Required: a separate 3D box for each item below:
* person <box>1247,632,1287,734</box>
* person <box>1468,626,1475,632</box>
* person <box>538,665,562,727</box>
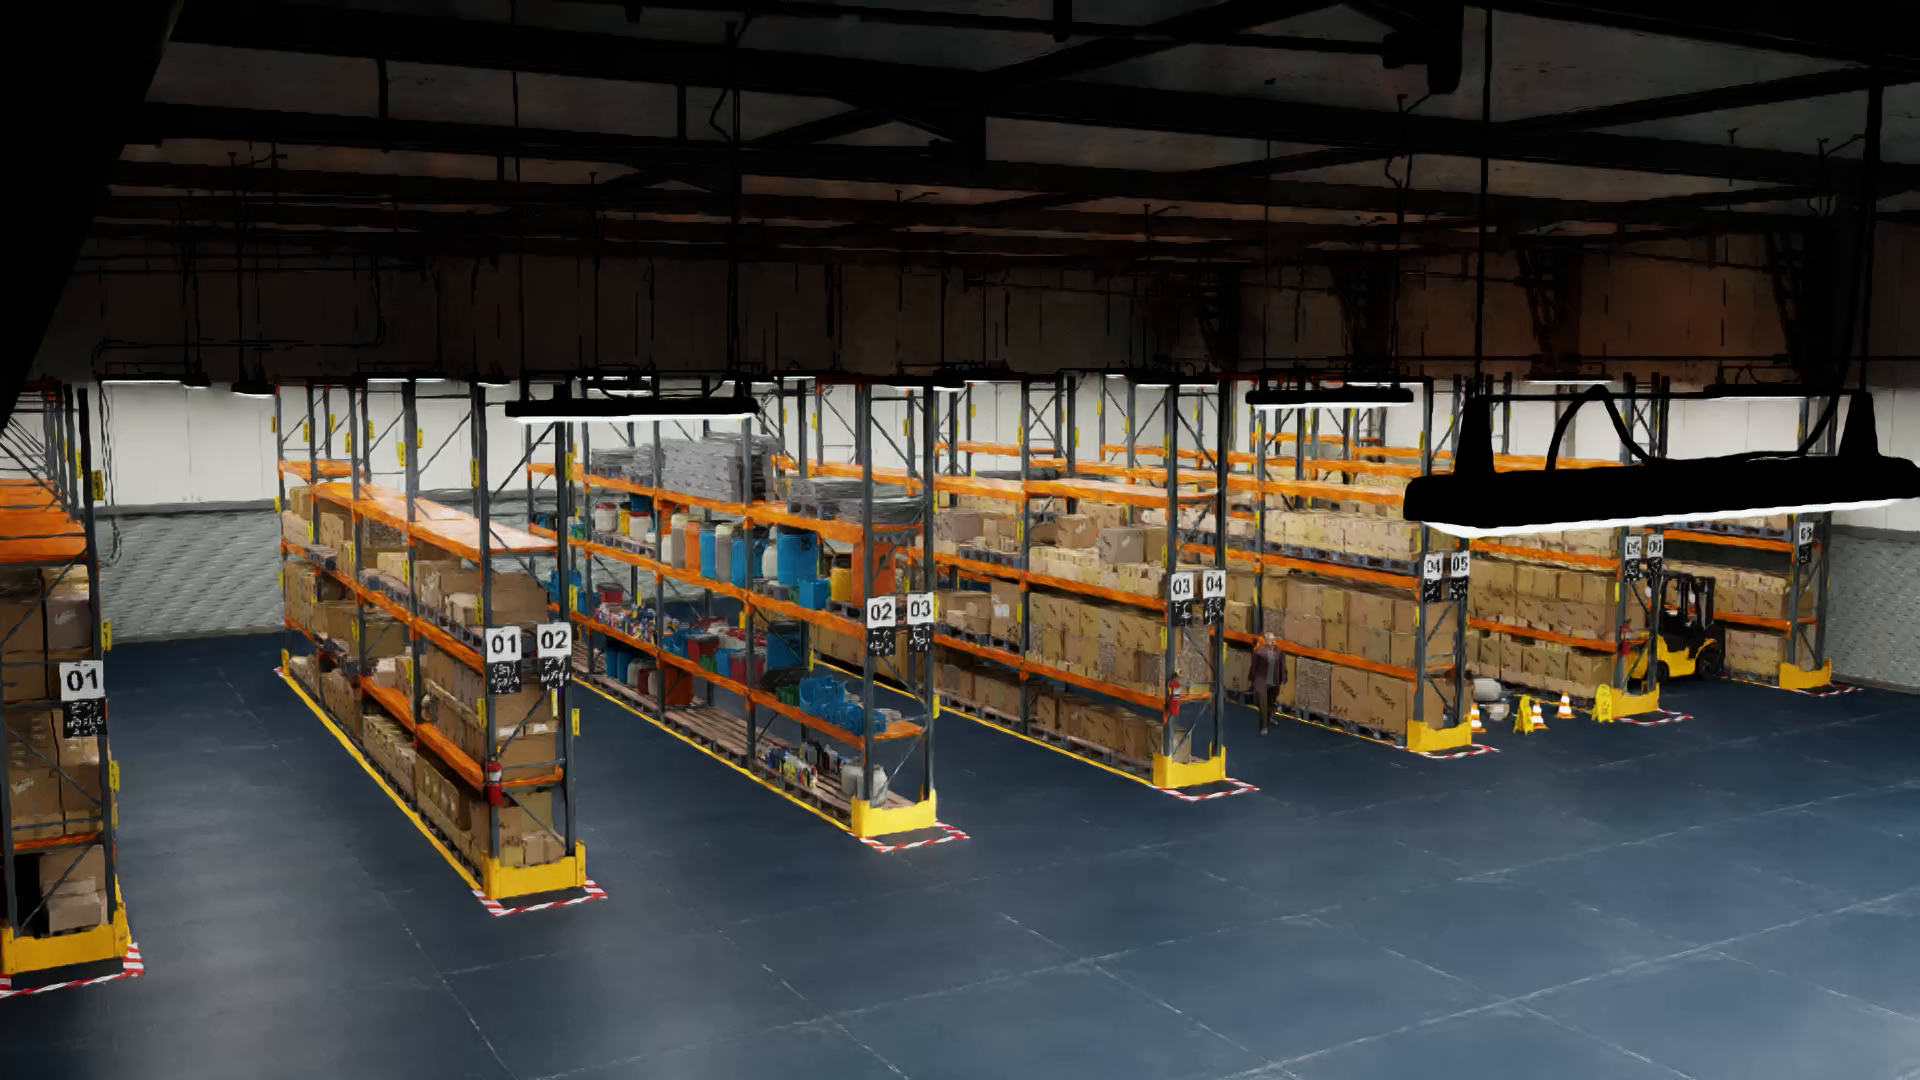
[{"bbox_3d":[5.219,2.394,28.212,0.636,1.723,1.046,-1,6,-9],"label":"person"},{"bbox_3d":[10.835,1.588,35.187,0.576,1.768,0.626,0,6,2],"label":"person"},{"bbox_3d":[-6.372,2.683,25.597,0.575,1.689,1.128,-4,7,-32],"label":"person"}]
